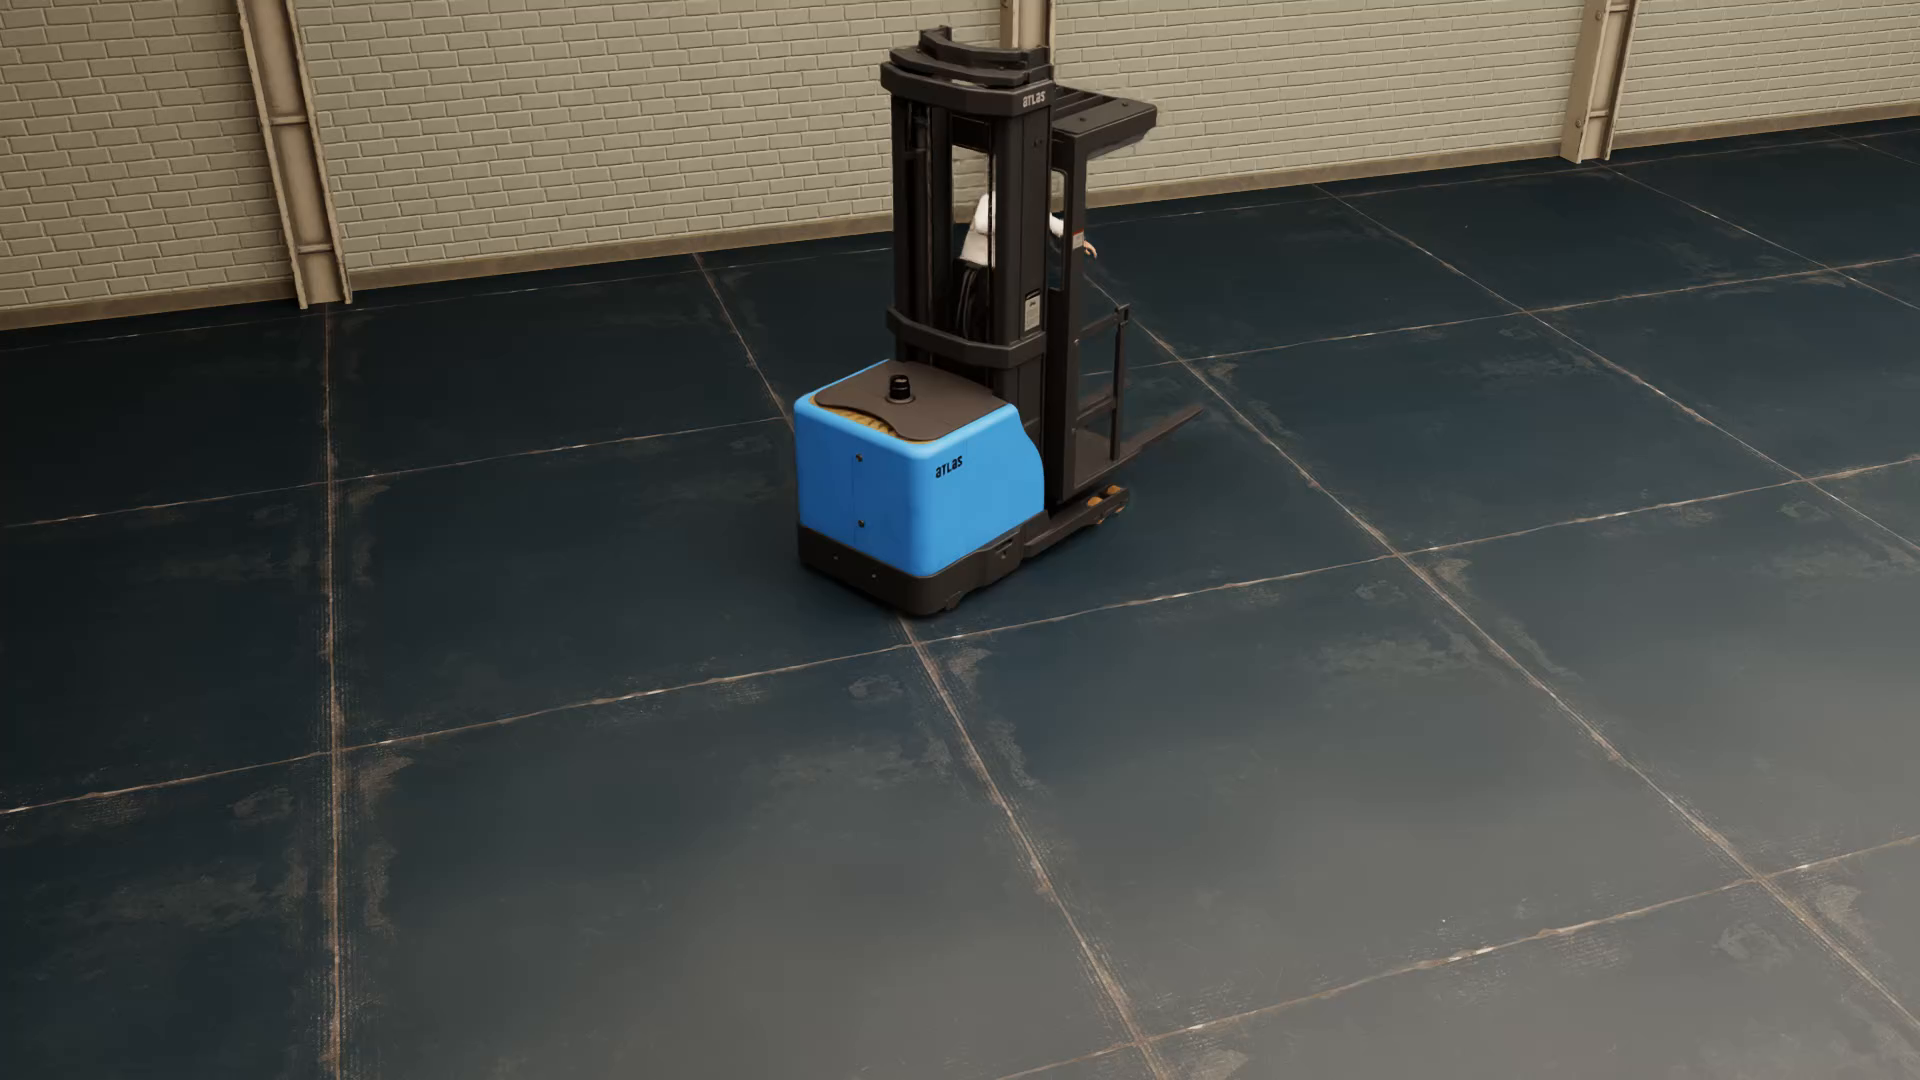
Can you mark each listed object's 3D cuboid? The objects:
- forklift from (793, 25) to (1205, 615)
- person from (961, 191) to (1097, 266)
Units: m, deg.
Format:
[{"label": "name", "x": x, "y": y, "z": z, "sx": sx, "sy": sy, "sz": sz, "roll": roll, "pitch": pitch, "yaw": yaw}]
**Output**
[{"label": "forklift", "x": 0.399, "y": -1.515, "z": 9.719, "sx": 1.130, "sy": 2.935, "sz": 3.031, "roll": 23, "pitch": 37, "yaw": 35}, {"label": "person", "x": 0.473, "y": -1.960, "z": 11.957, "sx": 0.986, "sy": 1.514, "sz": 0.847, "roll": 4, "pitch": 30, "yaw": 7}]
